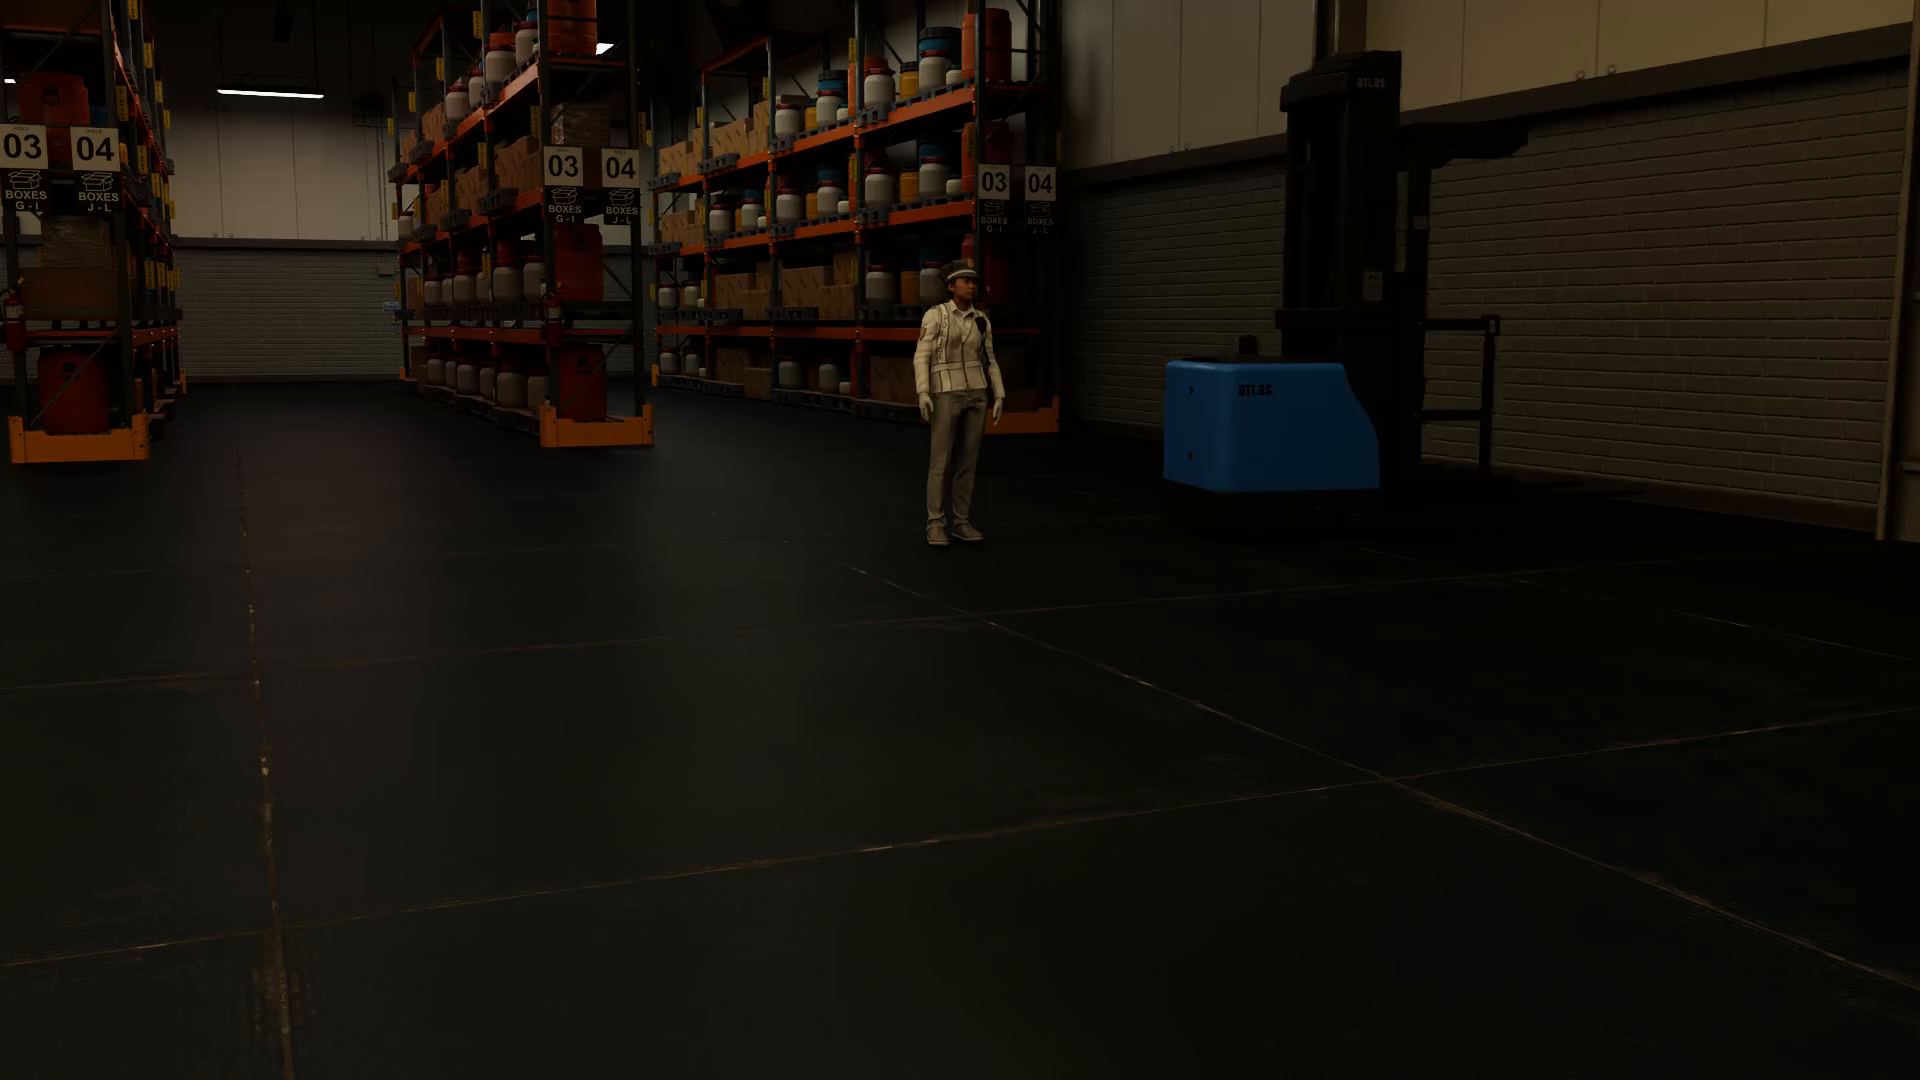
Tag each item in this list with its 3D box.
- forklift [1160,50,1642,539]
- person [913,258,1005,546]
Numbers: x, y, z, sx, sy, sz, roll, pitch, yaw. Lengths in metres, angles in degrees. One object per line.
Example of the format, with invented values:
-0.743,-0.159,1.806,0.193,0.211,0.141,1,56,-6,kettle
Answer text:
2.883,-1.537,10.601,3.031,2.935,1.130,-2,8,-13,forklift
0.021,-0.839,9.977,0.586,1.694,0.532,-3,8,-23,person
